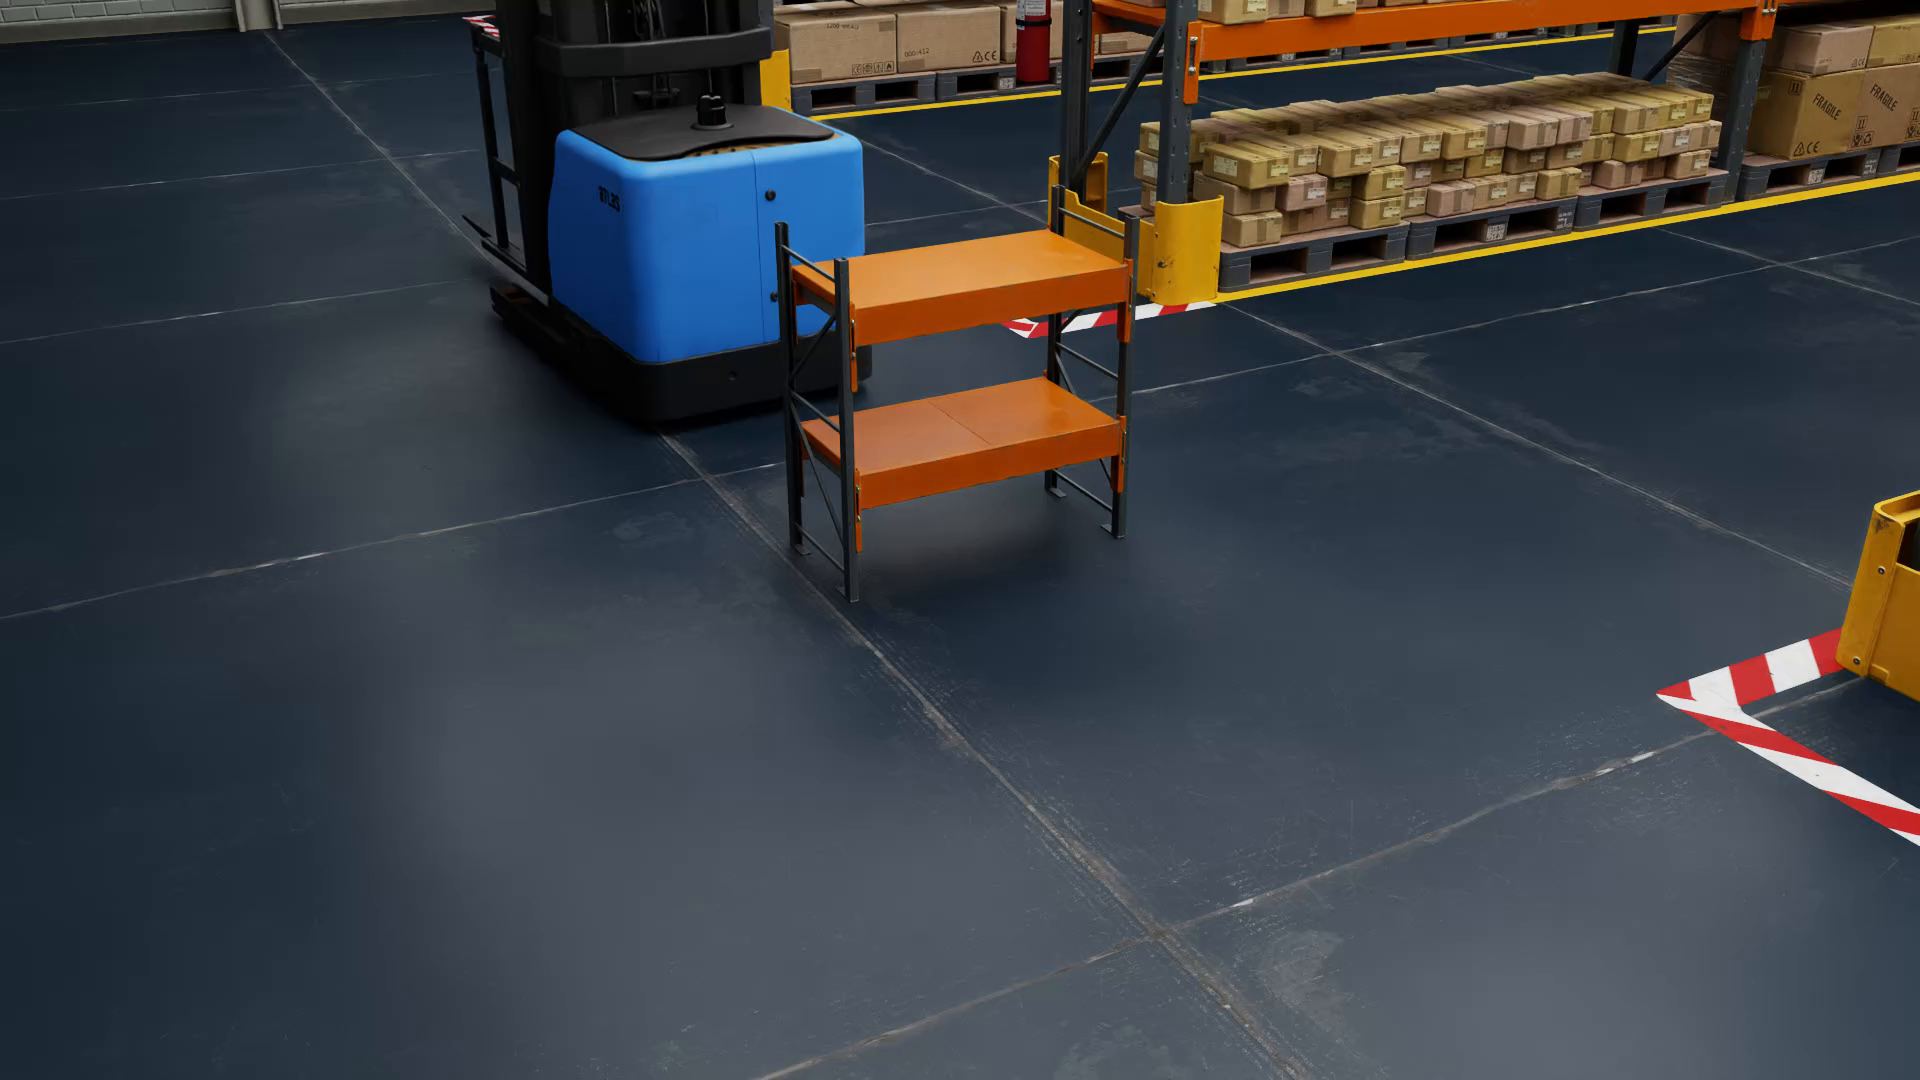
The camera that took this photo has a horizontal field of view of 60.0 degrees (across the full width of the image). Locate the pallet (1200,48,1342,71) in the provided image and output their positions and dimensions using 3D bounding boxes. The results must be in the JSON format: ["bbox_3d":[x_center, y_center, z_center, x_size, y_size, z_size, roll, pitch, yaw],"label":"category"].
[{"bbox_3d":[2.565,-4.341,14.547,1.213,0.211,1.003,-13,29,-25],"label":"pallet"}]

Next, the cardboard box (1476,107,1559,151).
[{"bbox_3d":[3.030,-2.249,9.089,0.250,0.149,0.380,-14,29,-27],"label":"cardboard box"}]

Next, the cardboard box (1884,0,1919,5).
[{"bbox_3d":[6.255,-3.510,11.131,0.500,0.250,0.500,-13,28,-25],"label":"cardboard box"}]

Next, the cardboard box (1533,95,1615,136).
[{"bbox_3d":[3.458,-2.399,9.401,0.250,0.149,0.380,-12,28,-23],"label":"cardboard box"}]

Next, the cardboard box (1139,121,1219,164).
[{"bbox_3d":[1.156,-2.104,8.788,0.250,0.149,0.380,-13,28,-25],"label":"cardboard box"}]

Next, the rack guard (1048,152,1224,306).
[{"bbox_3d":[0.876,-1.616,8.538,0.348,0.500,1.175,-13,29,-25],"label":"rack guard"}]

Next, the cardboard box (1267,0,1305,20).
[{"bbox_3d":[1.454,-2.622,8.036,0.250,0.149,0.380,-12,28,-23],"label":"cardboard box"}]

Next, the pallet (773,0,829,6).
[{"bbox_3d":[-2.104,-5.660,17.295,1.213,0.211,1.003,-13,29,-25],"label":"pallet"}]

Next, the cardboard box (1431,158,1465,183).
[{"bbox_3d":[2.521,-2.064,9.048,0.250,0.149,0.380,-11,28,-22],"label":"cardboard box"}]

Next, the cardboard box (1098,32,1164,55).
[{"bbox_3d":[1.315,-4.359,13.839,0.875,0.438,0.875,-13,29,-26],"label":"cardboard box"}]

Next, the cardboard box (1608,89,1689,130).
[{"bbox_3d":[3.940,-2.475,9.561,0.250,0.149,0.380,-13,28,-24],"label":"cardboard box"}]

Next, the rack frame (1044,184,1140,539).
[{"bbox_3d":[0.443,-0.609,5.719,0.032,1.125,0.500,-13,29,-25],"label":"rack frame"}]

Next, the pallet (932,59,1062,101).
[{"bbox_3d":[0.134,-3.779,13.378,1.213,0.211,1.003,-13,29,-25],"label":"pallet"}]

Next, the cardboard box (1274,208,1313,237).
[{"bbox_3d":[1.614,-1.700,8.634,0.250,0.149,0.380,-13,29,-25],"label":"cardboard box"}]

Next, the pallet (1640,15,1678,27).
[{"bbox_3d":[7.214,-5.375,16.701,1.213,0.211,1.003,-13,29,-25],"label":"pallet"}]

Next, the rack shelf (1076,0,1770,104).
[{"bbox_3d":[2.573,-2.810,8.969,4.000,0.370,1.077,-13,29,-25],"label":"rack shelf"}]

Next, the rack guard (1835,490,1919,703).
[{"bbox_3d":[3.032,0.319,4.507,0.348,0.500,1.175,-13,29,-25],"label":"rack guard"}]

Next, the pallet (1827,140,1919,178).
[{"bbox_3d":[6.102,-2.694,11.117,1.213,0.211,1.003,-13,29,-25],"label":"pallet"}]

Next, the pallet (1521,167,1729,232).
[{"bbox_3d":[3.762,-2.134,9.952,1.213,0.211,1.003,-13,29,-25],"label":"pallet"}]

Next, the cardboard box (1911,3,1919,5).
[{"bbox_3d":[6.491,-3.313,10.721,0.500,0.250,0.500,-12,28,-24],"label":"cardboard box"}]

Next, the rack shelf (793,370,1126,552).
[{"bbox_3d":[-0.006,-0.285,5.610,1.000,0.278,0.538,-13,29,-25],"label":"rack shelf"}]

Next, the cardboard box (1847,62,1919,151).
[{"bbox_3d":[5.581,-2.762,10.440,0.500,0.500,0.500,-12,28,-23],"label":"cardboard box"}]

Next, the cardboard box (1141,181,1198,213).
[{"bbox_3d":[1.175,-1.818,8.880,0.250,0.149,0.380,-12,28,-24],"label":"cardboard box"}]

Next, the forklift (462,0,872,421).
[{"bbox_3d":[-1.573,-2.383,7.327,1.130,2.935,3.031,-15,29,-28],"label":"forklift"}]

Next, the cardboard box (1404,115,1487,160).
[{"bbox_3d":[2.583,-2.152,8.888,0.250,0.149,0.380,-13,28,-24],"label":"cardboard box"}]

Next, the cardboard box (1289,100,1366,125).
[{"bbox_3d":[2.043,-2.339,9.278,0.250,0.149,0.380,-12,28,-23],"label":"cardboard box"}]

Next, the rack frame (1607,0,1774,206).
[{"bbox_3d":[4.338,-3.542,9.661,0.127,3.000,1.000,-13,29,-25],"label":"rack frame"}]

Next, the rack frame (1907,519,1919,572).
[{"bbox_3d":[3.053,-0.812,3.976,0.127,3.000,1.000,-13,29,-25],"label":"rack frame"}]

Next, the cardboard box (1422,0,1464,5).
[{"bbox_3d":[2.362,-2.847,8.505,0.250,0.149,0.380,-14,29,-26],"label":"cardboard box"}]

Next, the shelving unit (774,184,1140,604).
[{"bbox_3d":[-0.006,-0.506,5.504,1.048,1.125,0.538,-13,29,-25],"label":"shelving unit"}]

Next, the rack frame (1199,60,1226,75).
[{"bbox_3d":[1.920,-5.412,13.556,0.127,3.000,1.000,-13,29,-25],"label":"rack frame"}]

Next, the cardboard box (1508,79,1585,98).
[{"bbox_3d":[3.466,-2.619,9.861,0.250,0.149,0.380,-13,29,-26],"label":"cardboard box"}]

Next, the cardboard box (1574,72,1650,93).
[{"bbox_3d":[3.937,-2.723,10.077,0.250,0.149,0.380,-12,28,-23],"label":"cardboard box"}]

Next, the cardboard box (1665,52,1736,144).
[{"bbox_3d":[4.873,-2.851,10.626,0.500,0.500,0.500,-14,29,-26],"label":"cardboard box"}]

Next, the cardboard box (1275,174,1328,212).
[{"bbox_3d":[1.660,-1.808,8.516,0.250,0.149,0.380,-13,29,-25],"label":"cardboard box"}]

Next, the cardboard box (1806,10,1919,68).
[{"bbox_3d":[5.583,-3.101,10.280,0.500,0.250,0.500,-12,28,-24],"label":"cardboard box"}]

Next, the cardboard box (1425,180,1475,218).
[{"bbox_3d":[2.548,-1.870,8.987,0.250,0.149,0.380,-15,29,-28],"label":"cardboard box"}]

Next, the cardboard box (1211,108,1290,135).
[{"bbox_3d":[1.574,-2.235,9.060,0.250,0.149,0.380,-14,29,-26],"label":"cardboard box"}]

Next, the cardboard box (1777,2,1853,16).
[{"bbox_3d":[5.336,-3.290,10.674,0.500,0.250,0.500,-12,28,-23],"label":"cardboard box"}]

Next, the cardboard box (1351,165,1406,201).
[{"bbox_3d":[2.112,-1.903,8.712,0.250,0.149,0.380,-12,28,-24],"label":"cardboard box"}]

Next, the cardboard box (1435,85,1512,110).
[{"bbox_3d":[2.983,-2.537,9.689,0.250,0.149,0.380,-12,28,-24],"label":"cardboard box"}]

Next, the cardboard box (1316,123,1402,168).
[{"bbox_3d":[2.080,-2.063,8.703,0.250,0.149,0.380,-15,29,-28],"label":"cardboard box"}]

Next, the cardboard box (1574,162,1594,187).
[{"bbox_3d":[3.391,-2.129,9.528,0.250,0.149,0.380,-14,29,-26],"label":"cardboard box"}]

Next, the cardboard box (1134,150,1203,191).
[{"bbox_3d":[1.140,-1.982,8.877,0.250,0.149,0.380,-14,29,-26],"label":"cardboard box"}]

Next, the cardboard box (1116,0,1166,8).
[{"bbox_3d":[0.963,-2.788,8.382,0.250,0.149,0.380,-13,29,-25],"label":"cardboard box"}]

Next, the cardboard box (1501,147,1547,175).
[{"bbox_3d":[3.020,-2.154,9.235,0.250,0.149,0.380,-14,29,-28],"label":"cardboard box"}]

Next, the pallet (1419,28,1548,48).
[{"bbox_3d":[4.718,-4.838,15.582,1.213,0.211,1.003,-13,29,-25],"label":"pallet"}]

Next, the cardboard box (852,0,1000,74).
[{"bbox_3d":[-0.271,-3.994,13.077,0.875,0.438,0.875,-12,28,-24],"label":"cardboard box"}]

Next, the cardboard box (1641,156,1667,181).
[{"bbox_3d":[3.884,-2.215,9.706,0.250,0.149,0.380,-12,28,-24],"label":"cardboard box"}]

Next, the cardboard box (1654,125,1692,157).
[{"bbox_3d":[3.977,-2.335,9.612,0.250,0.149,0.380,-14,29,-28],"label":"cardboard box"}]

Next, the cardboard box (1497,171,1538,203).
[{"bbox_3d":[2.977,-1.998,9.254,0.250,0.149,0.380,-12,28,-24],"label":"cardboard box"}]

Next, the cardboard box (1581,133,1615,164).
[{"bbox_3d":[3.481,-2.260,9.456,0.250,0.149,0.380,-13,28,-25],"label":"cardboard box"}]

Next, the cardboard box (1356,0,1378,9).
[{"bbox_3d":[1.881,-2.762,8.327,0.250,0.149,0.380,-12,28,-23],"label":"cardboard box"}]

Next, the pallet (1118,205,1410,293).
[{"bbox_3d":[1.609,-1.638,8.917,1.213,0.211,1.003,-13,29,-25],"label":"pallet"}]

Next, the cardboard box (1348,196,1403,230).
[{"bbox_3d":[2.107,-1.764,8.767,0.250,0.149,0.380,-13,28,-24],"label":"cardboard box"}]

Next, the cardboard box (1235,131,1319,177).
[{"bbox_3d":[1.617,-1.979,8.527,0.250,0.149,0.380,-12,28,-24],"label":"cardboard box"}]

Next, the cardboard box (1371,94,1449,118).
[{"bbox_3d":[2.546,-2.415,9.435,0.250,0.149,0.380,-13,28,-25],"label":"cardboard box"}]
